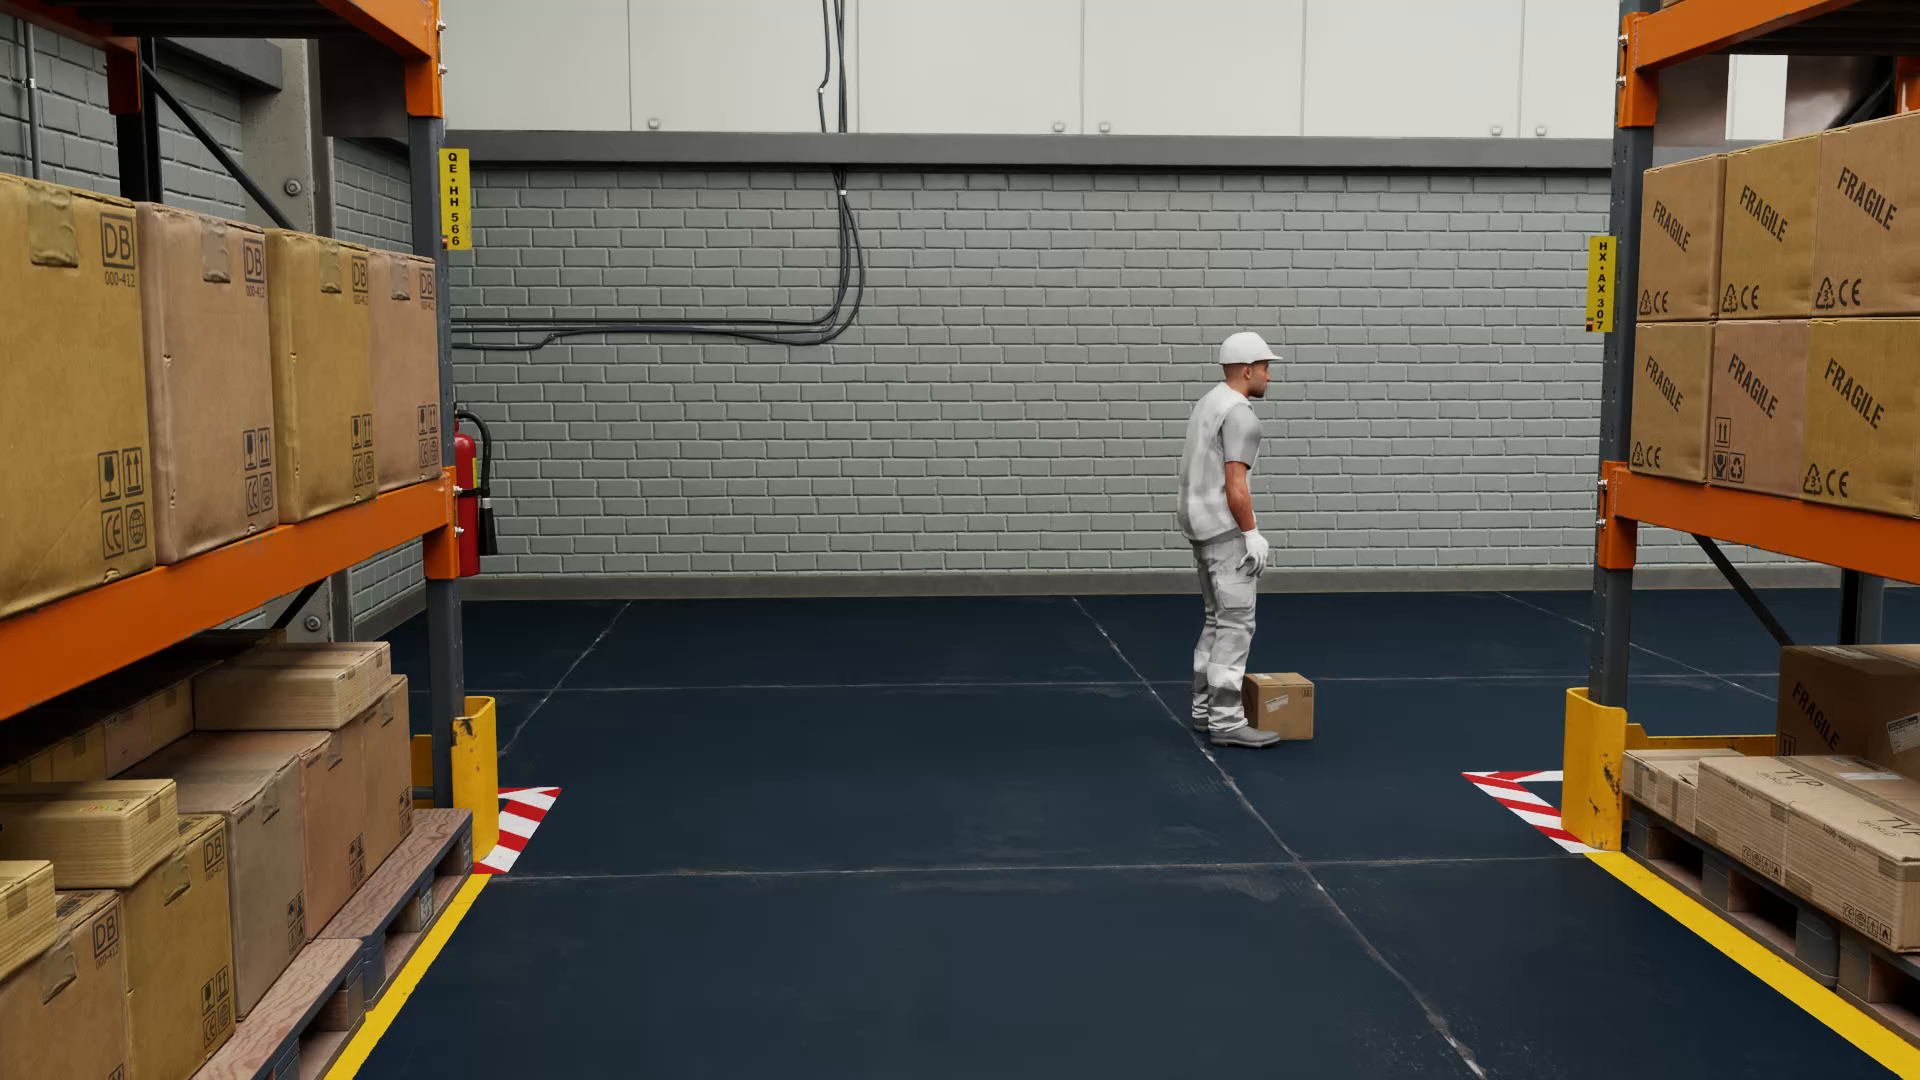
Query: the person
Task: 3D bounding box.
[{"bbox_3d":[1.189,-0.016,7.306,0.446,1.780,0.623,-1,7,-6],"label":"person"}]
